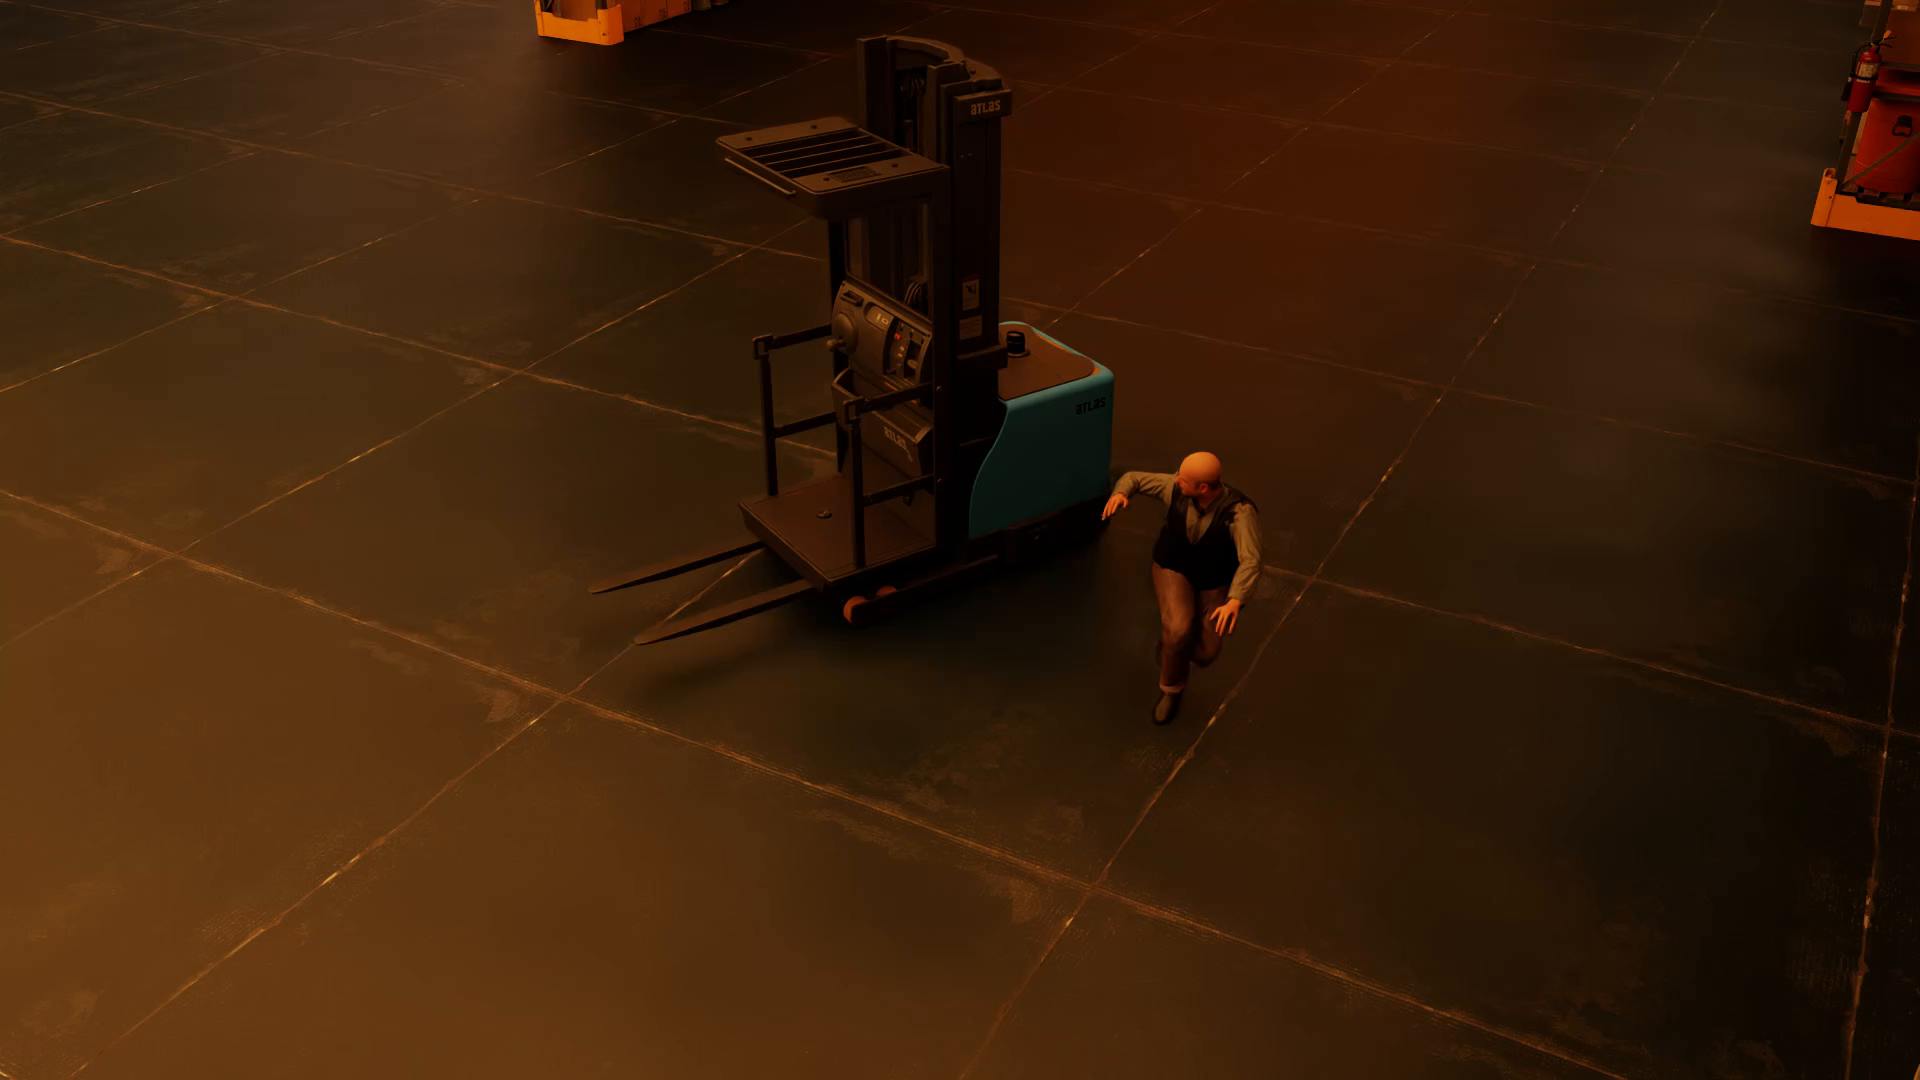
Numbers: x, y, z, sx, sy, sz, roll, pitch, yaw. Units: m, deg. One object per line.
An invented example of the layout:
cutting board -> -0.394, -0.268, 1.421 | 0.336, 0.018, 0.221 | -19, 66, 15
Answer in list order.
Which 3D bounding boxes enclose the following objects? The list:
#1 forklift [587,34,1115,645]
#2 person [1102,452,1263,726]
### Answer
forklift -> -0.603, -1.094, 8.967 | 3.031, 2.935, 1.130 | -19, 35, -29
person -> 1.066, 0.243, 8.146 | 0.771, 1.449, 1.048 | 4, 30, 7
